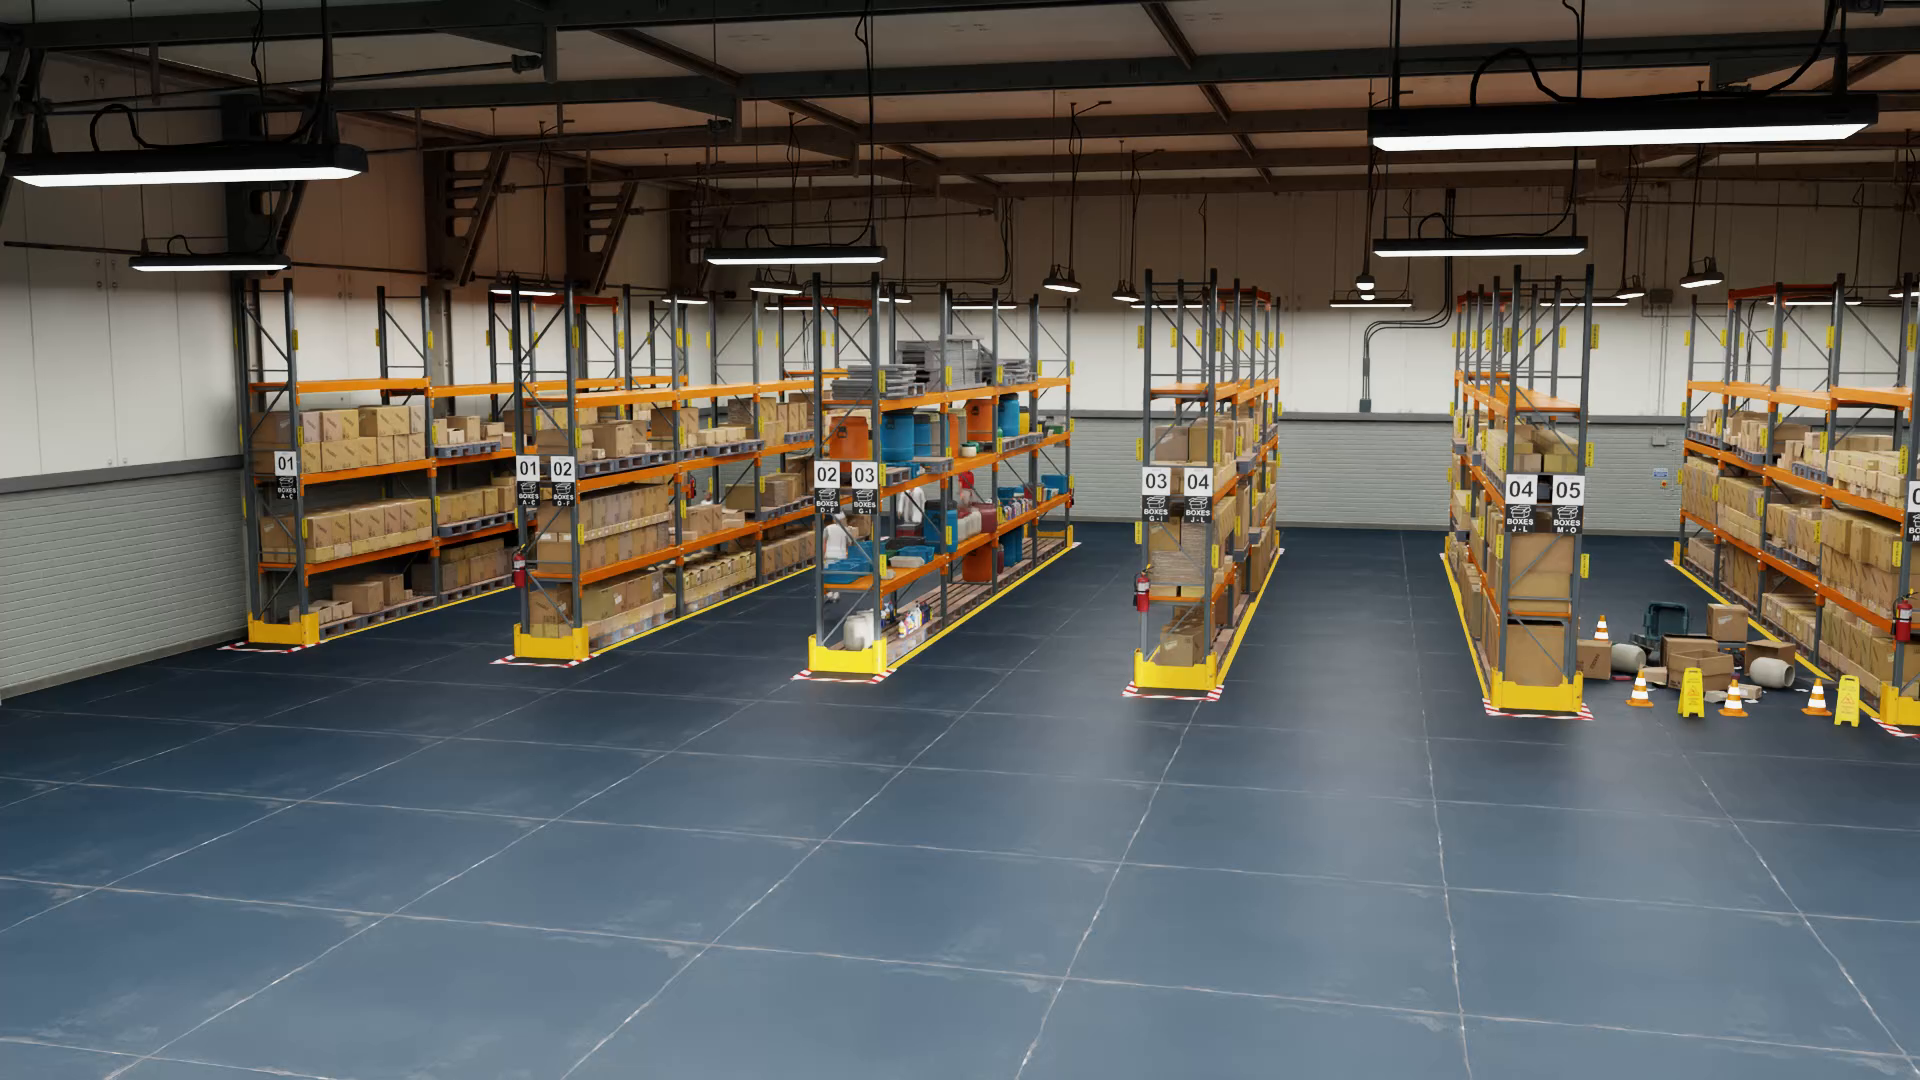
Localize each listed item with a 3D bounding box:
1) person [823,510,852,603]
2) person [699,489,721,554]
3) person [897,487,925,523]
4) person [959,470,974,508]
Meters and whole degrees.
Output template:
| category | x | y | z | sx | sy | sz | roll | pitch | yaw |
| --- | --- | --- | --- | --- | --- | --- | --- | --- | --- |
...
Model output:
| category | x | y | z | sx | sy | sz | roll | pitch | yaw |
| --- | --- | --- | --- | --- | --- | --- | --- | --- | --- |
| person | -2.251 | 0.323 | 30.133 | 0.601 | 1.713 | 0.622 | 0 | 7 | 2 |
| person | -5.747 | -0.371 | 37.952 | 0.574 | 1.614 | 1.041 | 2 | 7 | 15 |
| person | -1.172 | -0.639 | 39.737 | 0.597 | 1.713 | 1.142 | 2 | 7 | 17 |
| person | 0.186 | -1.233 | 44.844 | 0.437 | 1.750 | 0.554 | 2 | 7 | 18 |
